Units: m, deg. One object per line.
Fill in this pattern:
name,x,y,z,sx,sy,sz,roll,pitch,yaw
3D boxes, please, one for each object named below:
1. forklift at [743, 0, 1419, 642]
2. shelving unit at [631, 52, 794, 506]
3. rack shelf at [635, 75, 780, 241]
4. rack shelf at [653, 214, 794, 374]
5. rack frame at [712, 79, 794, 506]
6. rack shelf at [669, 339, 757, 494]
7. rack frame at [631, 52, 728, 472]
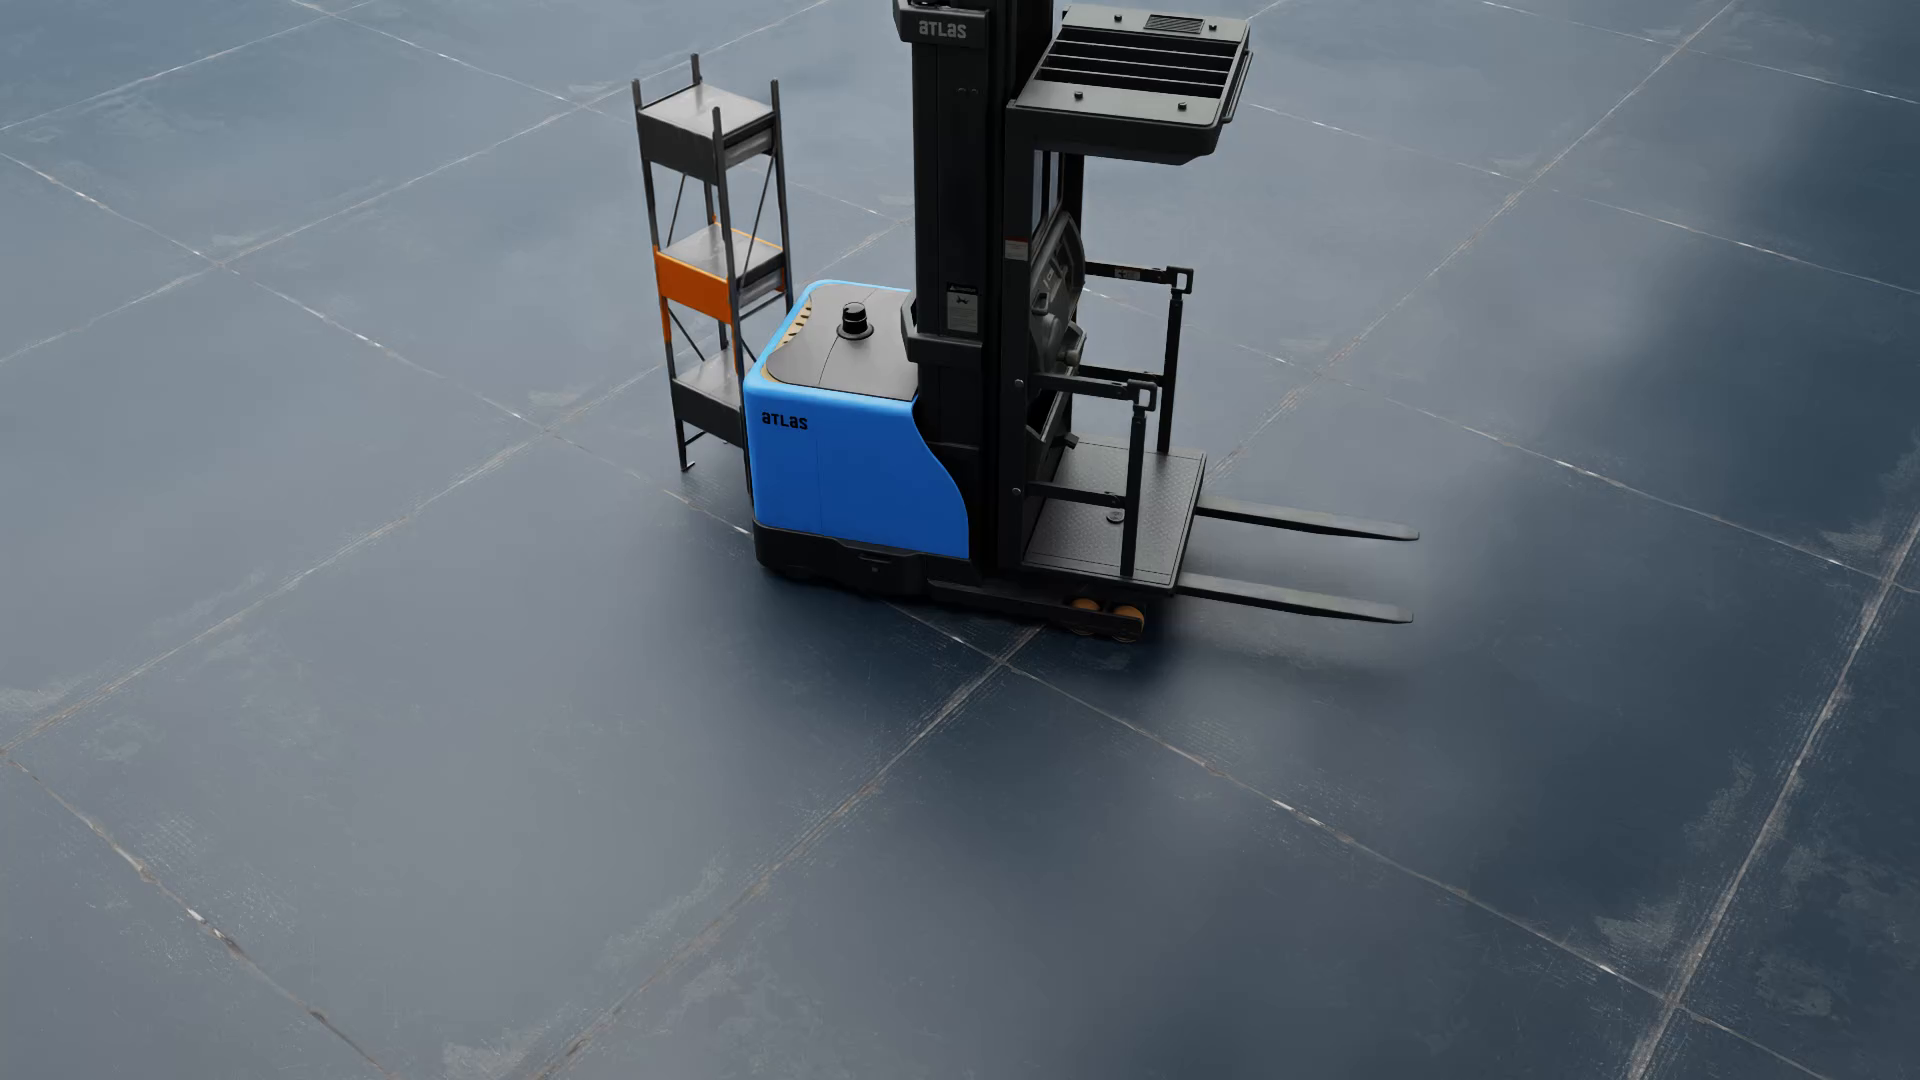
forklift,0.605,-1.056,7.082,3.031,2.935,1.130,9,39,12
shelving unit,-1.117,-1.187,7.923,0.503,2.100,0.431,25,45,29
rack shelf,-1.118,-1.727,7.500,0.480,0.518,0.431,25,45,29
rack shelf,-1.117,-1.176,7.932,0.480,0.518,0.431,25,45,29
rack frame,-0.924,-1.095,7.806,0.015,2.100,0.400,25,45,29
rack shelf,-1.117,-0.625,8.363,0.480,0.518,0.431,25,45,29
rack frame,-1.311,-1.279,8.041,0.015,2.100,0.400,25,45,29
